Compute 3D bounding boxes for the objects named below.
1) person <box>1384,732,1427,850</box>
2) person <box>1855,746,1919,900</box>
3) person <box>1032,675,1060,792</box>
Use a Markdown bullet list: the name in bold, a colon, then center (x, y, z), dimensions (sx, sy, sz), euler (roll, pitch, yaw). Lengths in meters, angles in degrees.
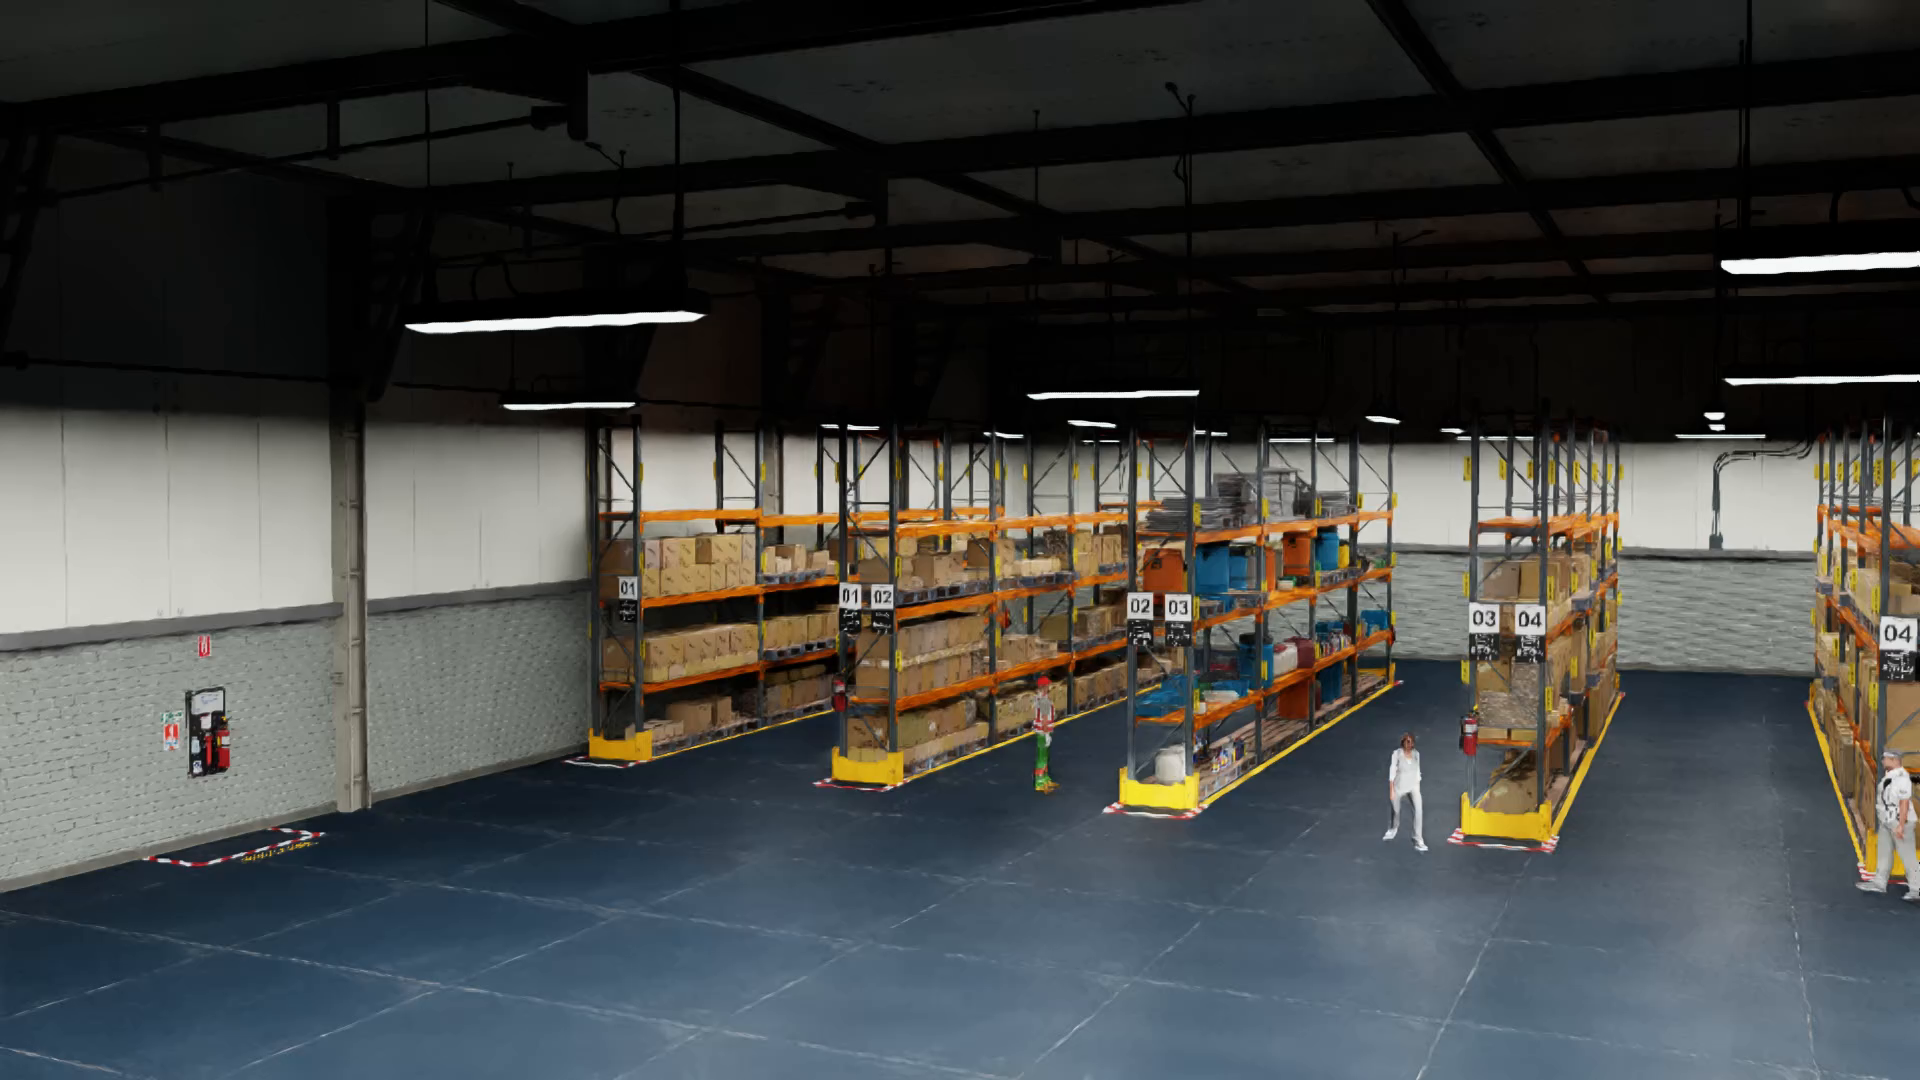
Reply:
- **person**: center (5.942, 3.314, 22.191), dimensions (0.453, 1.537, 0.881), euler (0, 2, 2)
- **person**: center (10.996, 3.312, 19.632), dimensions (0.629, 1.741, 0.672), euler (0, 2, 12)
- **person**: center (1.356, 3.015, 26.072), dimensions (0.441, 1.787, 0.600), euler (0, 2, -6)
